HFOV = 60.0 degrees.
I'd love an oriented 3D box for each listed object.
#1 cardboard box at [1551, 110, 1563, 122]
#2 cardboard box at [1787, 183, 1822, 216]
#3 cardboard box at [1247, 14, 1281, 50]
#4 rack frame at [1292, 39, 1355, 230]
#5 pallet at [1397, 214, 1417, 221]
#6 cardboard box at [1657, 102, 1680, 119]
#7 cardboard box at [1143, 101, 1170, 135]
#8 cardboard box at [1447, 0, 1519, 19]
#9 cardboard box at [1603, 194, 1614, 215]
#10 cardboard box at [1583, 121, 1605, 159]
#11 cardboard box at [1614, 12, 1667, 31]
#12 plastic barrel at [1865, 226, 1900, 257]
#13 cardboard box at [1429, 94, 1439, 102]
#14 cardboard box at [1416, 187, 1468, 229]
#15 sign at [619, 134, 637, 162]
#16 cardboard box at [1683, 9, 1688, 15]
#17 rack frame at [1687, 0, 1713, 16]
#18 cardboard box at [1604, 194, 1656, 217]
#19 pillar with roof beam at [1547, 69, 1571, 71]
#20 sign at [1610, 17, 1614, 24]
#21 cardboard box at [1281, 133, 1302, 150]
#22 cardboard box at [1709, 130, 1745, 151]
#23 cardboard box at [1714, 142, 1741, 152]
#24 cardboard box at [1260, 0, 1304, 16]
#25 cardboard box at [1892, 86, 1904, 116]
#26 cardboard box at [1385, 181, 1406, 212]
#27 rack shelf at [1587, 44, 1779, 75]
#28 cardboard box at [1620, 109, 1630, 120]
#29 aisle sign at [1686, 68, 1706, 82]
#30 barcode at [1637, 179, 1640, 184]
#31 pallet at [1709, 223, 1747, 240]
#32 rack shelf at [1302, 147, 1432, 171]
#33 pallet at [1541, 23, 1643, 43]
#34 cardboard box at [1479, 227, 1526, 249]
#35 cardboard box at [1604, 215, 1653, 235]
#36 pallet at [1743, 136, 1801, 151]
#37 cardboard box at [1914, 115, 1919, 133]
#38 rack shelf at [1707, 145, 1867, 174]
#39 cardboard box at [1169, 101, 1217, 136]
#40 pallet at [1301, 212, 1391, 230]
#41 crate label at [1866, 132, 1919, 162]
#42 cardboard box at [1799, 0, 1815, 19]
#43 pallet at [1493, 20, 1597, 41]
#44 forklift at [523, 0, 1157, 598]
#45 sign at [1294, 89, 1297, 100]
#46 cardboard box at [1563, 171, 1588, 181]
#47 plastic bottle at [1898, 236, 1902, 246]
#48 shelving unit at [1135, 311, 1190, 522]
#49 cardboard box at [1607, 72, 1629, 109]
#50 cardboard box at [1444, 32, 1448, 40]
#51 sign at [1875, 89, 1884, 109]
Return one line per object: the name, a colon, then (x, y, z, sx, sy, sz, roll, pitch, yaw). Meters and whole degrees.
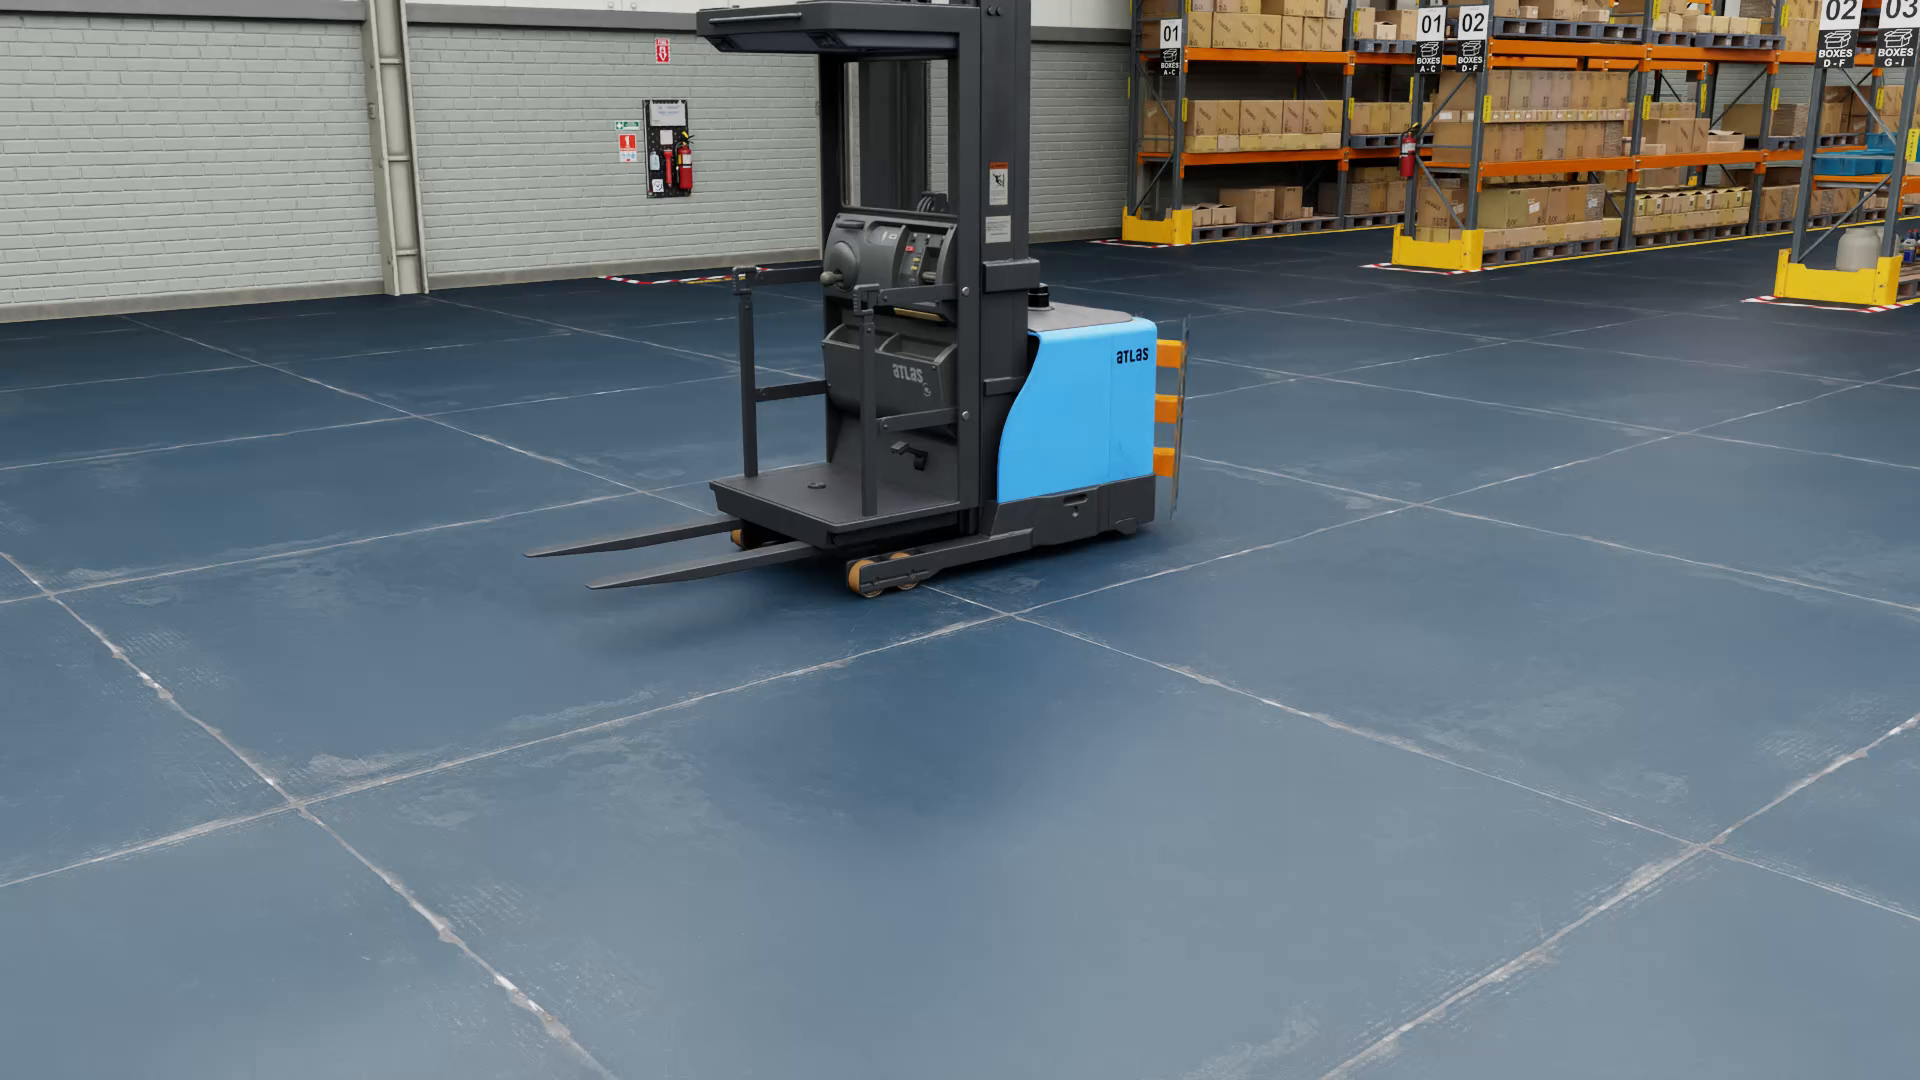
cardboard box: (7.762, -5.636, 22.087, 0.250, 0.149, 0.380, -12, 19, -39)
cardboard box: (13.894, -5.634, 27.522, 0.500, 0.500, 0.500, -14, 20, -41)
cardboard box: (4.534, -7.736, 25.355, 0.500, 0.500, 0.500, -11, 19, -36)
rack frame: (5.928, -6.631, 27.262, 0.127, 3.000, 1.000, -13, 19, -39)
pallet: (8.355, -5.829, 29.664, 1.213, 0.211, 1.003, -13, 19, -39)
cardboard box: (14.061, -8.595, 34.034, 0.700, 0.700, 0.980, -13, 20, -40)
cardboard box: (3.126, -6.374, 25.099, 0.500, 0.500, 0.500, -13, 20, -40)
cardboard box: (6.601, -6.856, 21.006, 0.637, 0.503, 0.797, -11, 18, -36)
cardboard box: (9.300, -4.937, 24.348, 0.500, 0.311, 0.500, -13, 19, -39)
cardboard box: (8.458, -5.548, 23.016, 0.500, 0.500, 0.700, -13, 20, -40)
cardboard box: (9.653, -7.349, 23.616, 0.500, 0.250, 0.500, -10, 18, -34)
plastic barrel: (10.238, -3.237, 18.563, 0.421, 0.512, 0.421, 0, 15, 0)
cardboard box: (8.472, -7.761, 29.190, 0.380, 0.149, 0.250, 12, 19, 38)
cardboard box: (6.374, -4.375, 21.878, 0.500, 0.500, 0.500, -13, 19, -39)
sign: (-4.030, -4.756, 20.175, 0.234, 0.329, 0.001, -13, 19, -39)
cardboard box: (14.223, -10.394, 33.368, 0.500, 0.500, 0.500, -12, 19, -38)
rack frame: (14.980, -11.562, 34.098, 0.127, 3.000, 1.000, -13, 19, -39)
cardboard box: (9.658, -4.834, 23.963, 0.500, 0.311, 0.500, -13, 19, -39)
pillar with roof beam: (14.749, -10.333, 29.498, 0.400, 9.000, 9.100, -13, 19, -39)
sign: (12.326, -9.733, 31.452, 0.005, 0.325, 0.100, -13, 19, -39)
cardboard box: (5.019, -6.258, 26.117, 0.500, 0.250, 0.500, -13, 20, -40)
cardboard box: (11.897, -6.249, 26.004, 0.500, 0.311, 0.500, -11, 19, -36)
cardboard box: (11.703, -6.017, 25.451, 0.250, 0.149, 0.380, -13, 19, -39)
cardboard box: (4.934, -8.298, 25.521, 0.500, 0.500, 0.500, -14, 20, -41)
cardboard box: (16.146, -7.666, 29.007, 0.500, 0.500, 0.500, -13, 20, -41)
cardboard box: (7.240, -5.940, 28.665, 0.500, 0.500, 0.700, -12, 19, -39)
rack shelf: (10.691, -7.108, 24.628, 4.000, 0.370, 1.077, -13, 19, -39)
cardboard box: (9.118, -5.941, 23.229, 0.250, 0.149, 0.380, -13, 20, -39)
aisle sign: (15.232, -9.874, 34.364, 0.004, 0.787, 0.394, -13, 19, -39)
barcode: (9.648, -5.098, 23.654, 0.075, 0.075, 0.001, -13, 19, -39)
pallet: (11.553, -4.866, 26.057, 1.213, 0.211, 1.003, -13, 19, -39)
rack shelf: (7.437, -6.622, 28.623, 4.000, 0.370, 1.077, -13, 19, -39)
pallet: (8.556, -6.924, 22.719, 1.213, 0.211, 1.003, -13, 19, -39)
cardboard box: (7.090, -3.997, 21.916, 0.500, 0.250, 0.500, -13, 19, -39)
cardboard box: (9.649, -4.562, 24.030, 0.500, 0.250, 0.500, -13, 20, -41)
pallet: (12.665, -6.381, 26.697, 1.003, 0.211, 1.213, -13, 19, -39)
cardboard box: (16.926, -7.362, 29.806, 0.500, 0.500, 0.500, -13, 20, -40)
rack shelf: (13.709, -6.336, 27.552, 4.000, 0.370, 1.077, -13, 19, -39)
cardboard box: (3.468, -6.275, 24.729, 0.500, 0.500, 0.500, -13, 19, -39)
pallet: (6.514, -5.416, 28.117, 1.213, 0.211, 1.003, -13, 19, -39)
crate label: (10.625, -4.406, 18.865, 0.616, 0.435, 0.502, -13, 19, -39)
cardboard box: (13.303, -8.571, 26.581, 0.500, 0.500, 0.500, -13, 19, -39)
pallet: (7.636, -6.719, 21.949, 1.213, 0.211, 1.003, -13, 19, -39)
forklift: (-0.492, -1.316, 7.499, 3.031, 2.935, 1.130, -11, 19, -37)
sign: (5.561, -7.298, 27.515, 0.005, 0.325, 0.100, -13, 19, -39)
cardboard box: (11.558, -7.015, 32.052, 0.750, 0.750, 0.750, -12, 19, -39)
plastic bottle: (11.087, -3.475, 19.728, 0.185, 0.351, 0.144, -13, 20, -40)
shelving unit: (1.012, -0.636, 8.570, 0.252, 1.050, 0.215, 5, 14, 14)
cardboard box: (8.852, -6.266, 23.188, 0.500, 0.500, 0.700, -13, 19, -39)
cardboard box: (7.906, -8.616, 28.641, 0.637, 0.503, 0.797, -9, 18, -32)
sign: (15.584, -7.474, 28.176, 0.005, 0.325, 0.100, -13, 19, -39)
